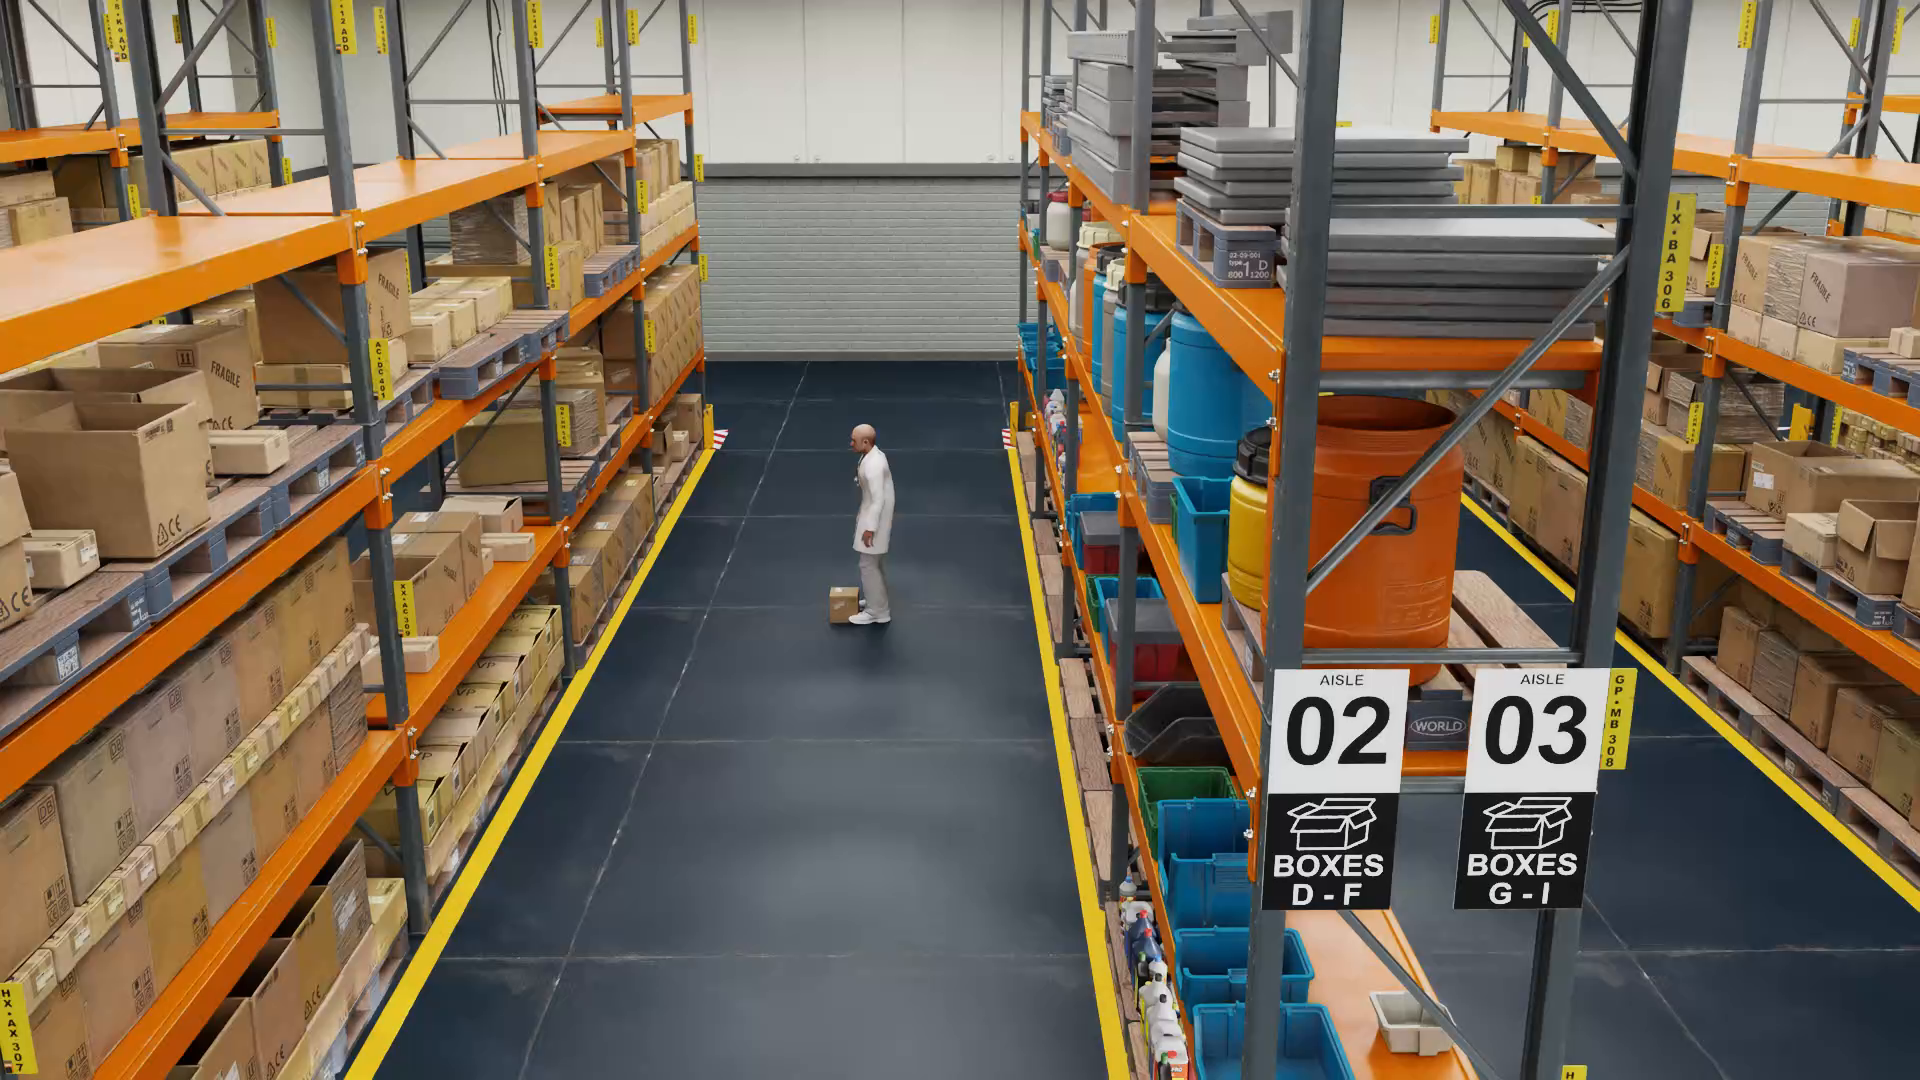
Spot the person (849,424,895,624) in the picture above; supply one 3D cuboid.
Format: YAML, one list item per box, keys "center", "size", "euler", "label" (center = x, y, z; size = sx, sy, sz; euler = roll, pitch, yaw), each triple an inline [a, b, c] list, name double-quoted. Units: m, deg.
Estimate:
- center: [-0.782, -0.151, 14.567]
  size: [0.424, 1.774, 0.653]
  euler: [-1, 17, -4]
  label: "person"
